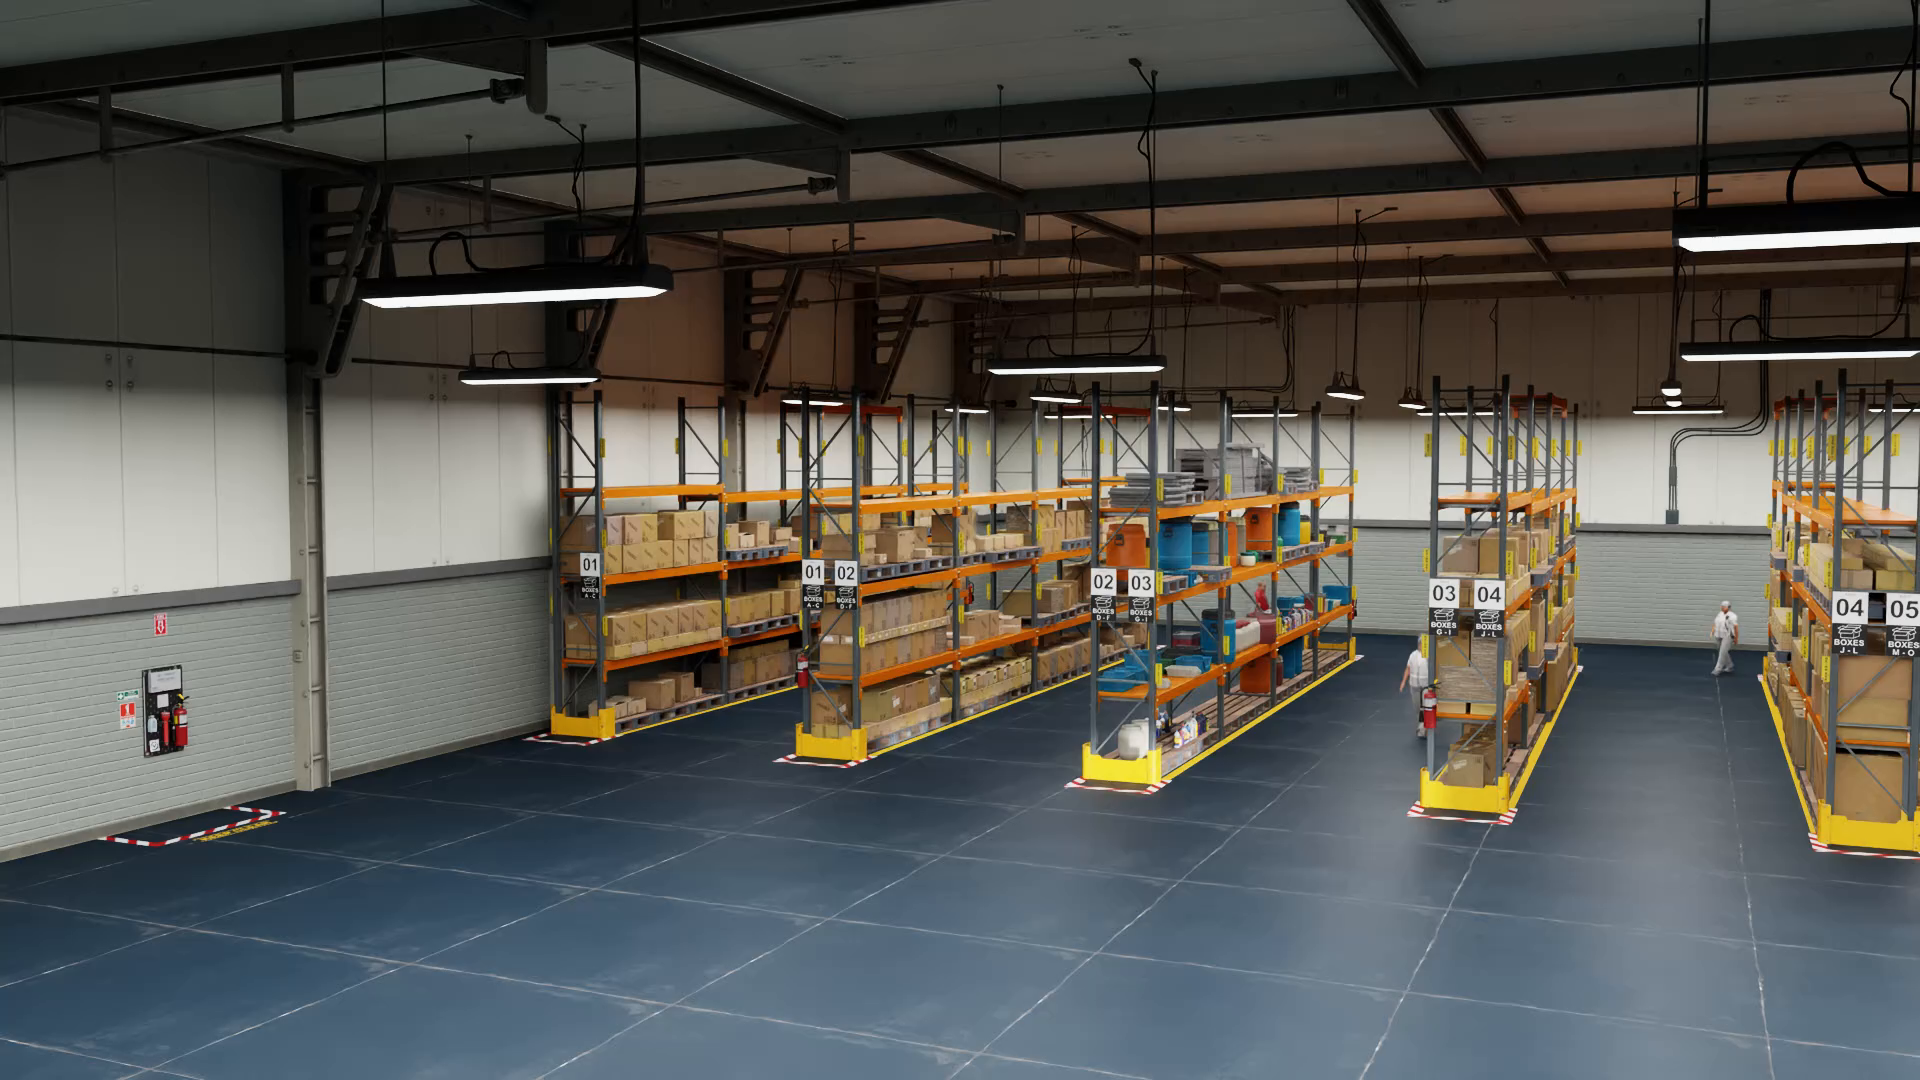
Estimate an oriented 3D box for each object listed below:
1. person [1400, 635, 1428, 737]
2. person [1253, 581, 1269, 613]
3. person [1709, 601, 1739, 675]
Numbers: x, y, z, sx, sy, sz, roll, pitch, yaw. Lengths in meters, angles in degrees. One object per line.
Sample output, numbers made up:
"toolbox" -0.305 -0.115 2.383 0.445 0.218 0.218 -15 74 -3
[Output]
"person" 8.019 2.512 28.970 0.661 1.715 1.024 2 4 29
"person" 7.379 1.912 41.051 0.738 1.624 0.598 1 3 25
"person" 16.841 2.145 36.693 0.986 1.604 0.504 -2 4 -30
